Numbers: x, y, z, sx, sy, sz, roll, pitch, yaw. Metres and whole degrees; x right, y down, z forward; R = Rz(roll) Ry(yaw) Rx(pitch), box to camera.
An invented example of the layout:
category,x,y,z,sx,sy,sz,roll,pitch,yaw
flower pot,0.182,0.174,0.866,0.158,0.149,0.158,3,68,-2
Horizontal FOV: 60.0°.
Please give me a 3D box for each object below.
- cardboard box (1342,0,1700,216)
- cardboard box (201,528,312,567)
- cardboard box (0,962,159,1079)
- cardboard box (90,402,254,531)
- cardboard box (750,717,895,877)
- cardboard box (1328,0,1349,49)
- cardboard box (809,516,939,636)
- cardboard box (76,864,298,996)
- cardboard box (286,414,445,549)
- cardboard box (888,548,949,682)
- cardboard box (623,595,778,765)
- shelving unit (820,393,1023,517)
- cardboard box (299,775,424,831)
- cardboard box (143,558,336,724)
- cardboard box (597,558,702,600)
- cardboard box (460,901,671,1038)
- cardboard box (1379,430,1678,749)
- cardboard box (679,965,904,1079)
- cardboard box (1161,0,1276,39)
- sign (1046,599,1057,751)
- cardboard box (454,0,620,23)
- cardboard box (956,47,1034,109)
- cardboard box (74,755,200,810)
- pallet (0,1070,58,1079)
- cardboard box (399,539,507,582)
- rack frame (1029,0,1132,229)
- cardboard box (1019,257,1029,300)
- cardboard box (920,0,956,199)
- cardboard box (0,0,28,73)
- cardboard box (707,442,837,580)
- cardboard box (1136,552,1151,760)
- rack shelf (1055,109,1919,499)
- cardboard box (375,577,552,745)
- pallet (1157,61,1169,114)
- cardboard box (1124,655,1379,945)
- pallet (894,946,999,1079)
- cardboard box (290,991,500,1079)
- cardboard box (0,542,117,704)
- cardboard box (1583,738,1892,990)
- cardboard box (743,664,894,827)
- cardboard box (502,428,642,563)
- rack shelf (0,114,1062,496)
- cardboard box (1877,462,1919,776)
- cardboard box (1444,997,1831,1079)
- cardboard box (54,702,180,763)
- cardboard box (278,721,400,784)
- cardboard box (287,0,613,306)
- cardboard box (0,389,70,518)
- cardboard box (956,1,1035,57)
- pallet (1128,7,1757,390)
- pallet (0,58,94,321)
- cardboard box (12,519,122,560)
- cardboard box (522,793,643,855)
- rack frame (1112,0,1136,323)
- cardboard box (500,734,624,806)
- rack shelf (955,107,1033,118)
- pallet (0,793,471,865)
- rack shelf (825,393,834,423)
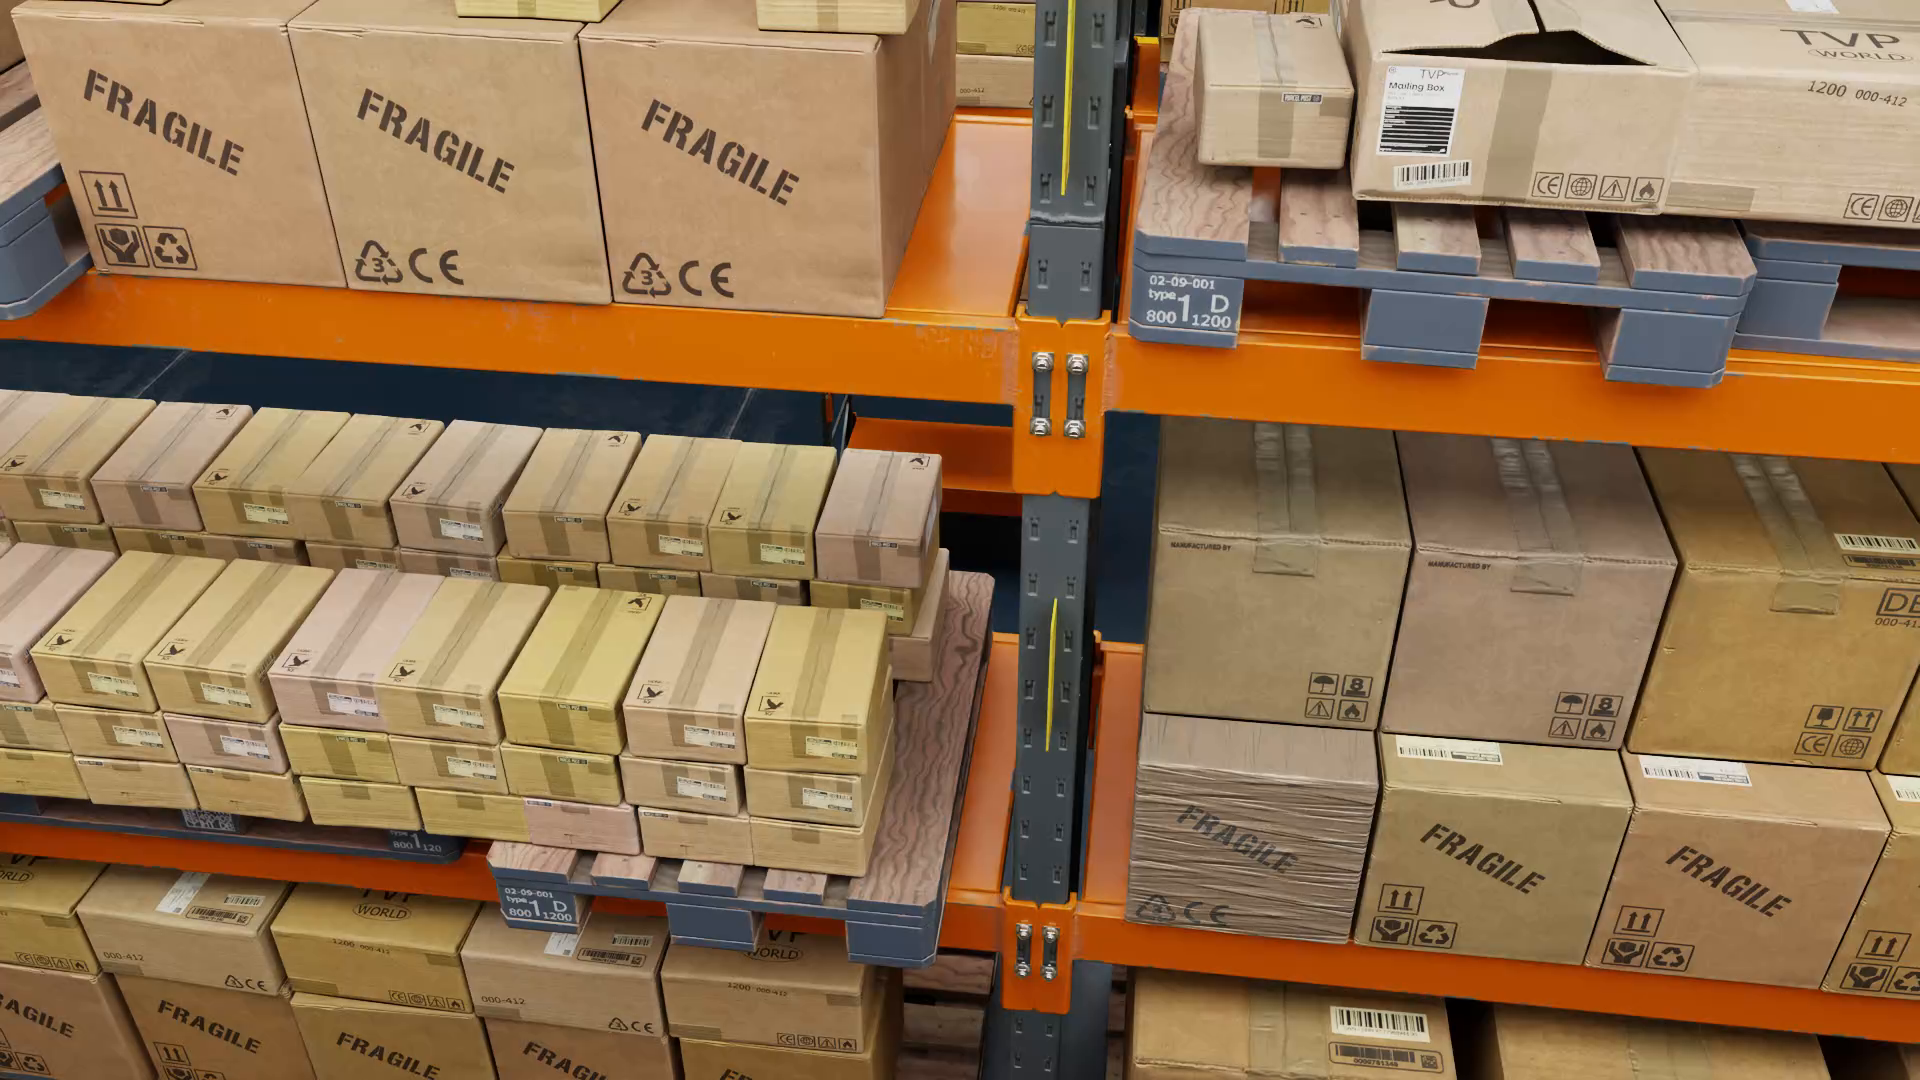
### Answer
category,x,y,z,sx,sy,sz,roll,pitch,yaw
cardboard box,0.934,-0.817,2.859,0.500,0.311,0.500,4,36,6
cardboard box,-1.755,-0.054,4.343,0.250,0.149,0.380,6,36,8
cardboard box,-2.499,1.195,4.783,0.500,0.500,0.500,6,36,8
cardboard box,-2.007,-0.194,4.282,0.250,0.149,0.380,3,36,4
cardboard box,-0.303,0.559,3.740,0.250,0.149,0.380,5,36,7
cardboard box,0.867,-1.021,3.270,0.250,0.166,0.380,4,36,6
cardboard box,-0.209,0.058,4.185,0.250,0.149,0.380,6,36,8
cardboard box,-1.990,0.930,4.510,0.500,0.250,0.500,6,36,8
cardboard box,-1.493,-0.154,4.226,0.250,0.149,0.380,5,36,7
cardboard box,-0.174,0.181,4.269,0.250,0.149,0.380,4,36,5
cardboard box,-0.549,0.296,3.595,0.250,0.149,0.380,4,36,5
shelving unit,-0.007,-0.458,6.924,1.048,1.125,0.538,4,36,6
cardboard box,-1.318,0.481,3.849,0.250,0.149,0.380,3,36,4
cardboard box,-1.582,0.219,3.703,0.250,0.149,0.380,6,36,8
cardboard box,-0.744,0.021,4.237,0.250,0.149,0.380,3,36,4
cardboard box,-0.970,1.010,4.398,0.500,0.250,0.500,5,36,7
cardboard box,1.190,0.027,3.683,0.500,0.500,0.700,4,36,5
cardboard box,-0.442,1.348,4.570,0.500,0.500,0.500,4,36,6
cardboard box,1.192,-2.627,7.644,0.500,0.500,0.500,3,36,5
sign,0.185,0.273,3.356,0.005,0.325,0.100,4,36,6
cardboard box,-0.700,-1.084,2.859,0.258,0.266,0.396,4,36,6
cardboard box,0.240,-2.287,8.002,0.500,0.250,0.500,3,36,4
cardboard box,-1.845,0.443,3.902,0.250,0.149,0.380,3,36,4
pallet,-2.951,1.295,5.254,1.213,0.211,1.003,4,36,6
cardboard box,-1.241,-0.016,4.289,0.250,0.149,0.380,4,36,6
rack frame,0.245,-2.043,2.366,0.127,3.000,1.000,4,36,6
cardboard box,0.100,-1.866,8.749,0.875,0.875,0.875,4,36,6
cardboard box,-0.288,-1.058,3.482,0.500,0.500,0.500,4,36,6
cardboard box,-2.208,-1.141,3.234,0.637,0.503,0.797,4,36,5
cardboard box,-0.456,-0.076,4.117,0.250,0.149,0.380,3,36,5
cardboard box,0.725,0.237,4.250,0.500,0.500,0.500,4,36,6
rack shelf,2.228,-0.381,3.239,4.000,0.370,1.077,4,36,6
cardboard box,-1.074,0.259,3.647,0.250,0.149,0.380,5,36,7
pallet,1.495,-2.391,8.183,1.003,0.211,1.213,4,36,6
cardboard box,0.655,0.547,3.815,0.500,0.500,0.500,5,36,6
pallet,-0.530,1.476,5.001,1.213,0.211,1.003,4,36,6
cardboard box,-1.483,1.277,4.668,0.500,0.500,0.500,3,36,4
cardboard box,-2.108,0.182,3.756,0.250,0.149,0.380,6,36,8
cardboard box,1.660,0.621,3.712,0.500,0.500,0.500,4,36,6
cardboard box,-0.303,0.435,3.657,0.250,0.149,0.380,5,36,7
cardboard box,-0.961,-0.116,4.174,0.250,0.149,0.380,3,36,4
rack shelf,-1.739,-0.677,3.654,4.000,0.370,1.077,4,36,6
cardboard box,2.206,0.101,3.579,0.500,0.500,0.700,4,36,5
cardboard box,1.705,1.304,4.416,0.750,0.750,1.050,5,36,7
cardboard box,-1.839,0.322,3.815,0.250,0.149,0.380,4,36,5
cardboard box,-1.324,0.360,3.762,0.250,0.149,0.380,4,36,6
cardboard box,-0.852,-0.788,3.104,0.500,0.500,0.500,4,36,6
cardboard box,-2.517,-0.231,4.335,0.250,0.149,0.380,4,36,6
cardboard box,0.262,-2.492,7.859,0.500,0.250,0.500,4,36,6
pallet,0.890,-0.728,3.268,1.003,0.211,1.213,6,36,8
pallet,-2.095,-0.859,3.451,1.003,0.211,1.213,4,36,6
cardboard box,-2.266,-0.094,4.399,0.250,0.149,0.380,3,36,4
cardboard box,-0.805,0.521,3.793,0.250,0.149,0.380,5,36,7
rack frame,0.775,-2.460,8.115,0.127,3.000,1.000,4,36,6
cardboard box,-0.830,0.398,3.708,0.250,0.149,0.380,5,36,7
rack shelf,-1.209,-2.316,8.532,4.000,0.370,1.077,4,36,6
pallet,-1.724,0.354,4.336,1.213,0.211,1.003,4,36,6
rack shelf,-0.007,-0.697,6.754,1.000,0.278,0.538,4,36,6
